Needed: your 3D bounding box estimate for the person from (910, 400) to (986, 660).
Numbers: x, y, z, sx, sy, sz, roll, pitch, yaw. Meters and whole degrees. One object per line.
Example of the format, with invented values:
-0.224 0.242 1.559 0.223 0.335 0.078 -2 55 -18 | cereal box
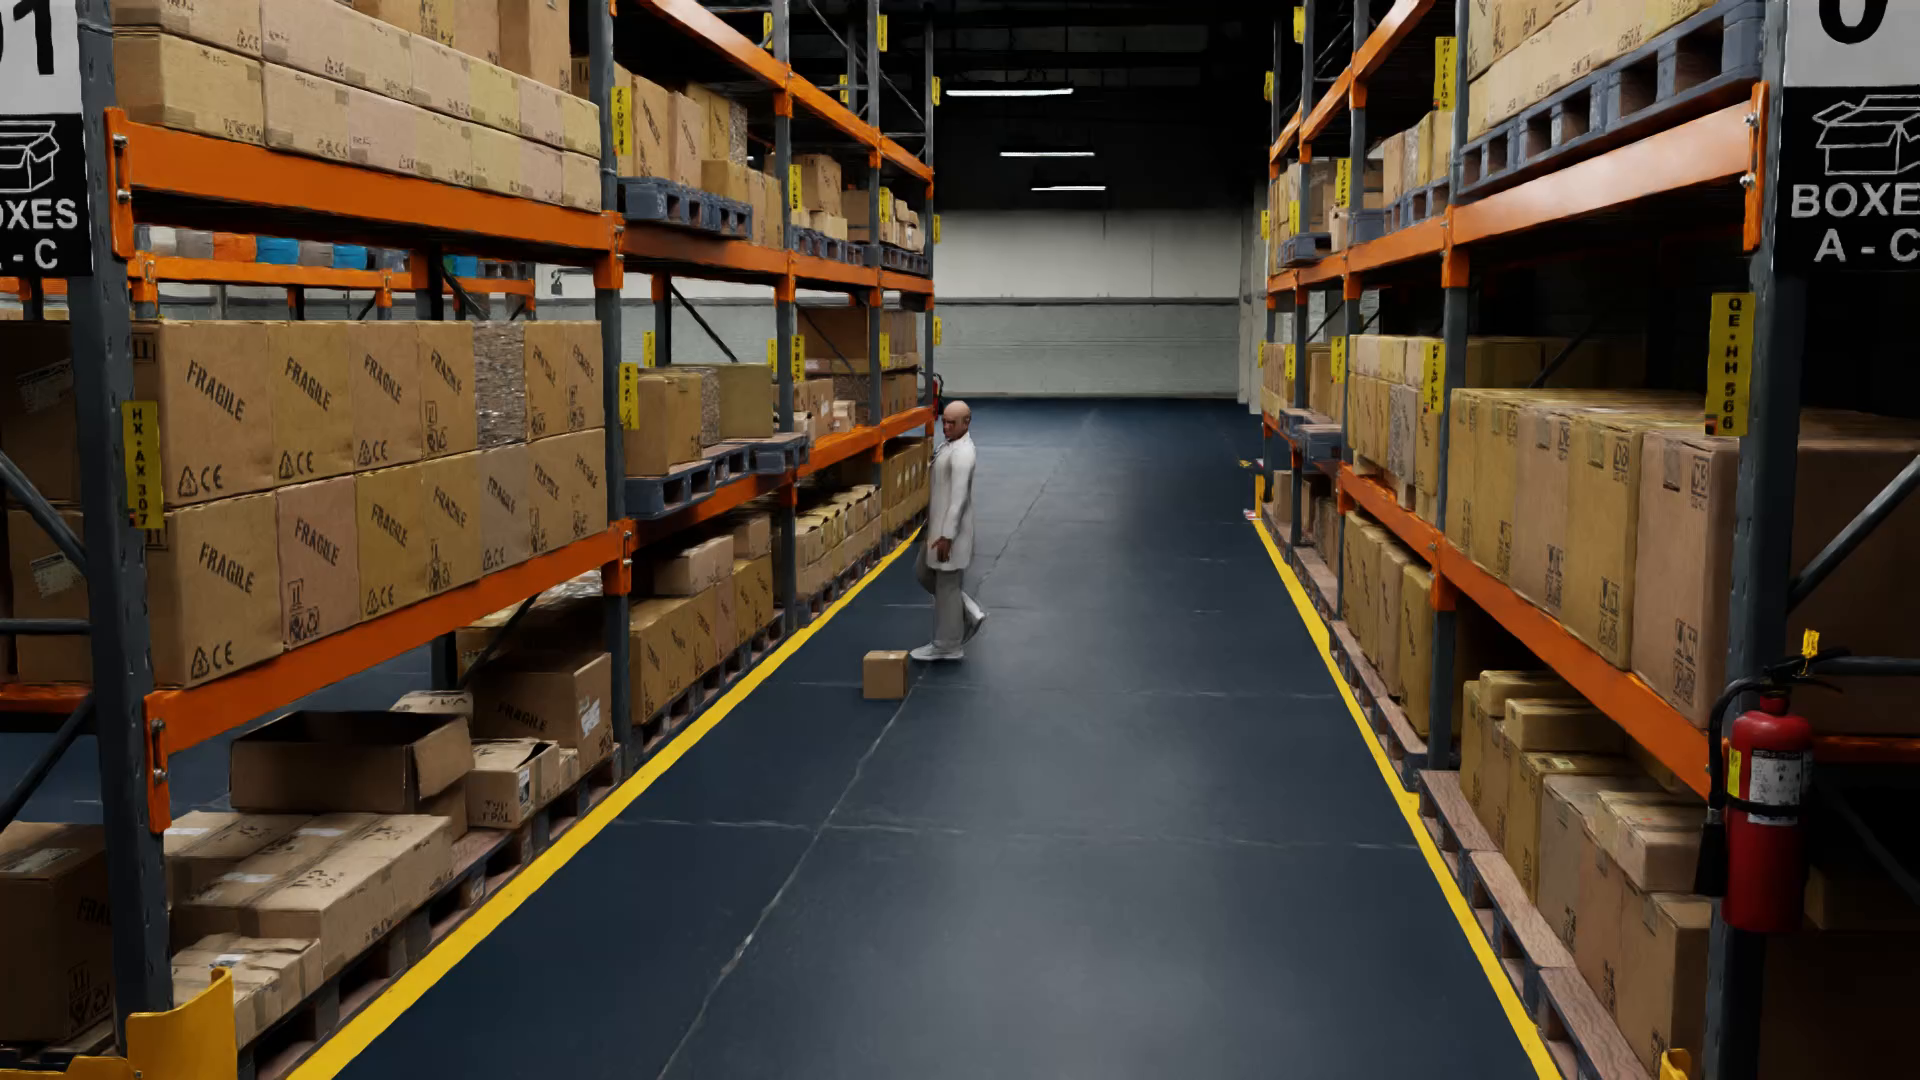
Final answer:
-0.077 -0.060 11.241 0.524 1.776 0.700 0 7 -3 | person
